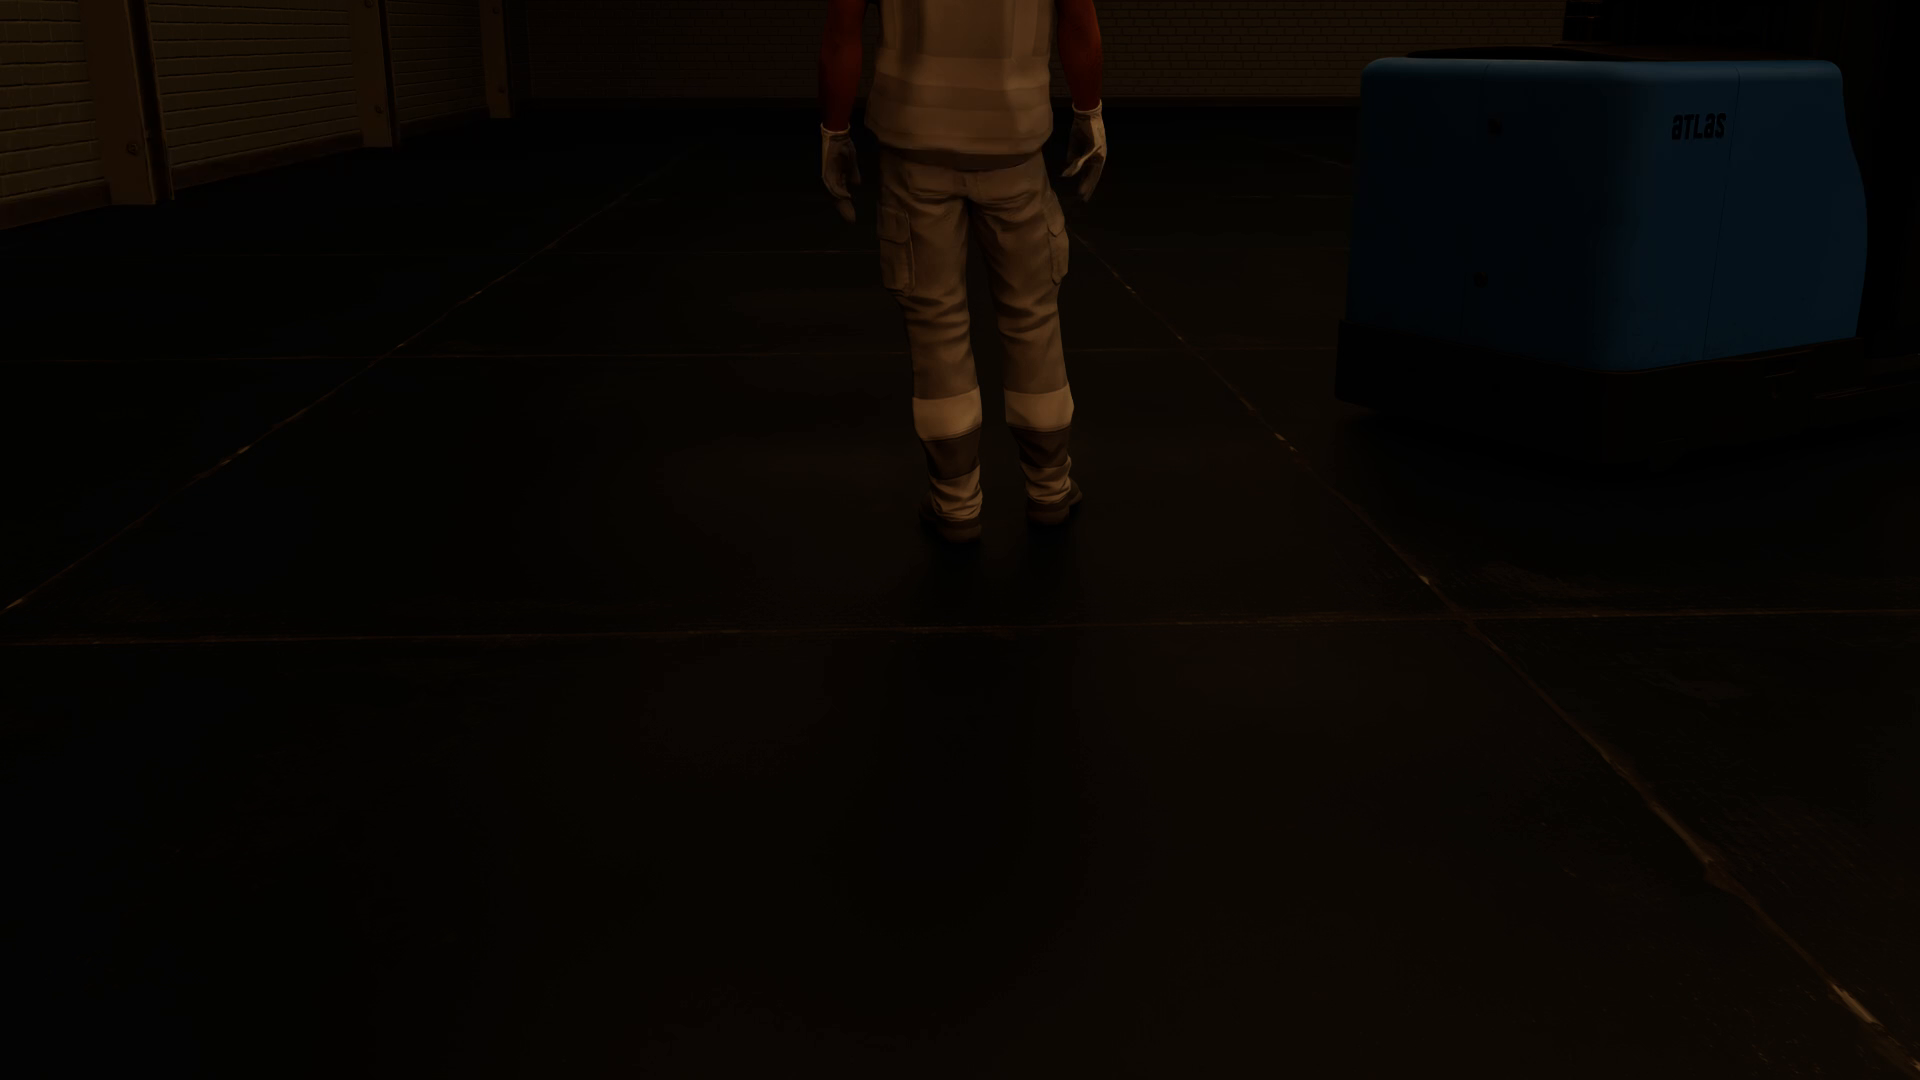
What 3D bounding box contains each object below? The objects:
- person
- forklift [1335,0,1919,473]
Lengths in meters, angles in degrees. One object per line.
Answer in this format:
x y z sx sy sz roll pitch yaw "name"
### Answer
0.008 -0.887 3.732 0.637 1.790 0.562 -1 17 -3 "person"
2.677 -1.880 5.052 3.031 2.935 1.130 -10 20 -30 "forklift"
